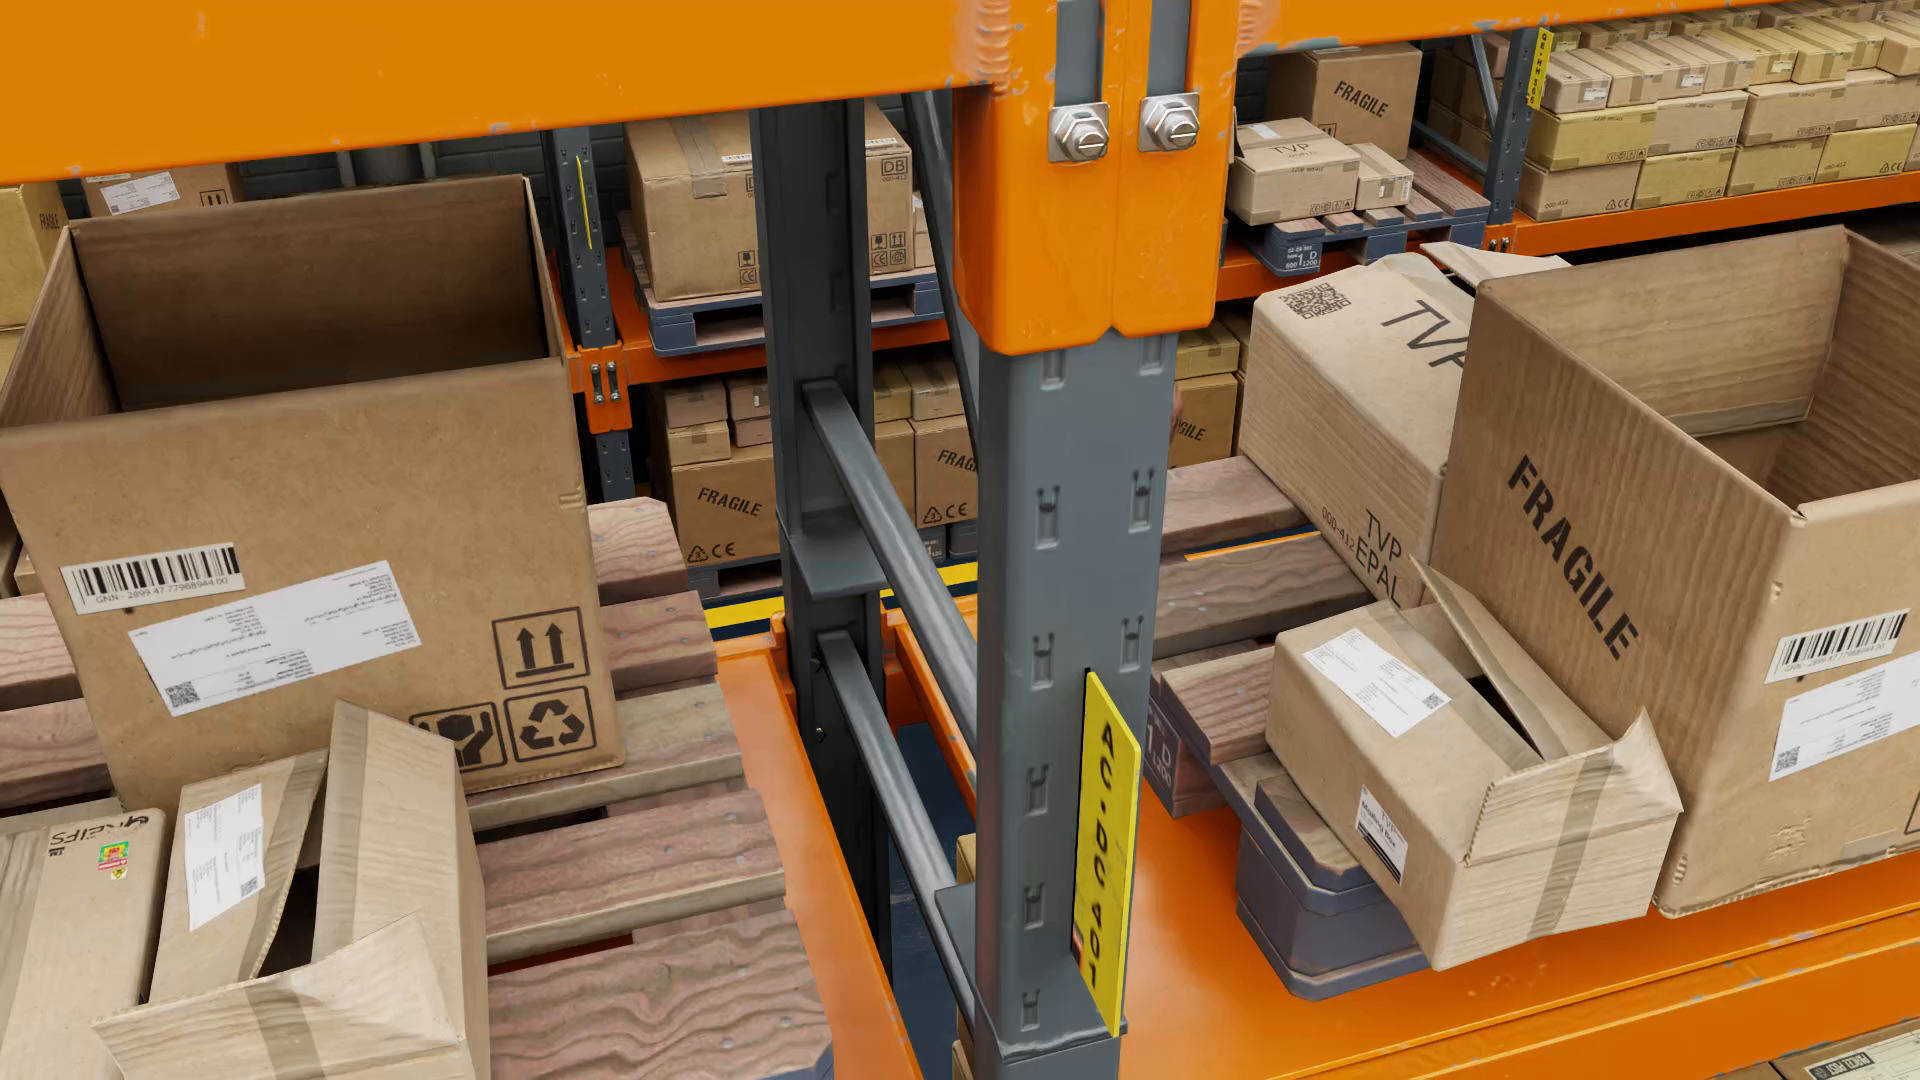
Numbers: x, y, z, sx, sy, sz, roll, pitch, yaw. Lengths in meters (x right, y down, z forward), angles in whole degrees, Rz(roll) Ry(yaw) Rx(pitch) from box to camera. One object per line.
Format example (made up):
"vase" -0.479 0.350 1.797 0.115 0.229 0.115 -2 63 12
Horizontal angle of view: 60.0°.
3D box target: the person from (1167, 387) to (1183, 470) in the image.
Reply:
"person" 0.579 0.175 5.880 0.375 1.723 0.719 6 34 9
